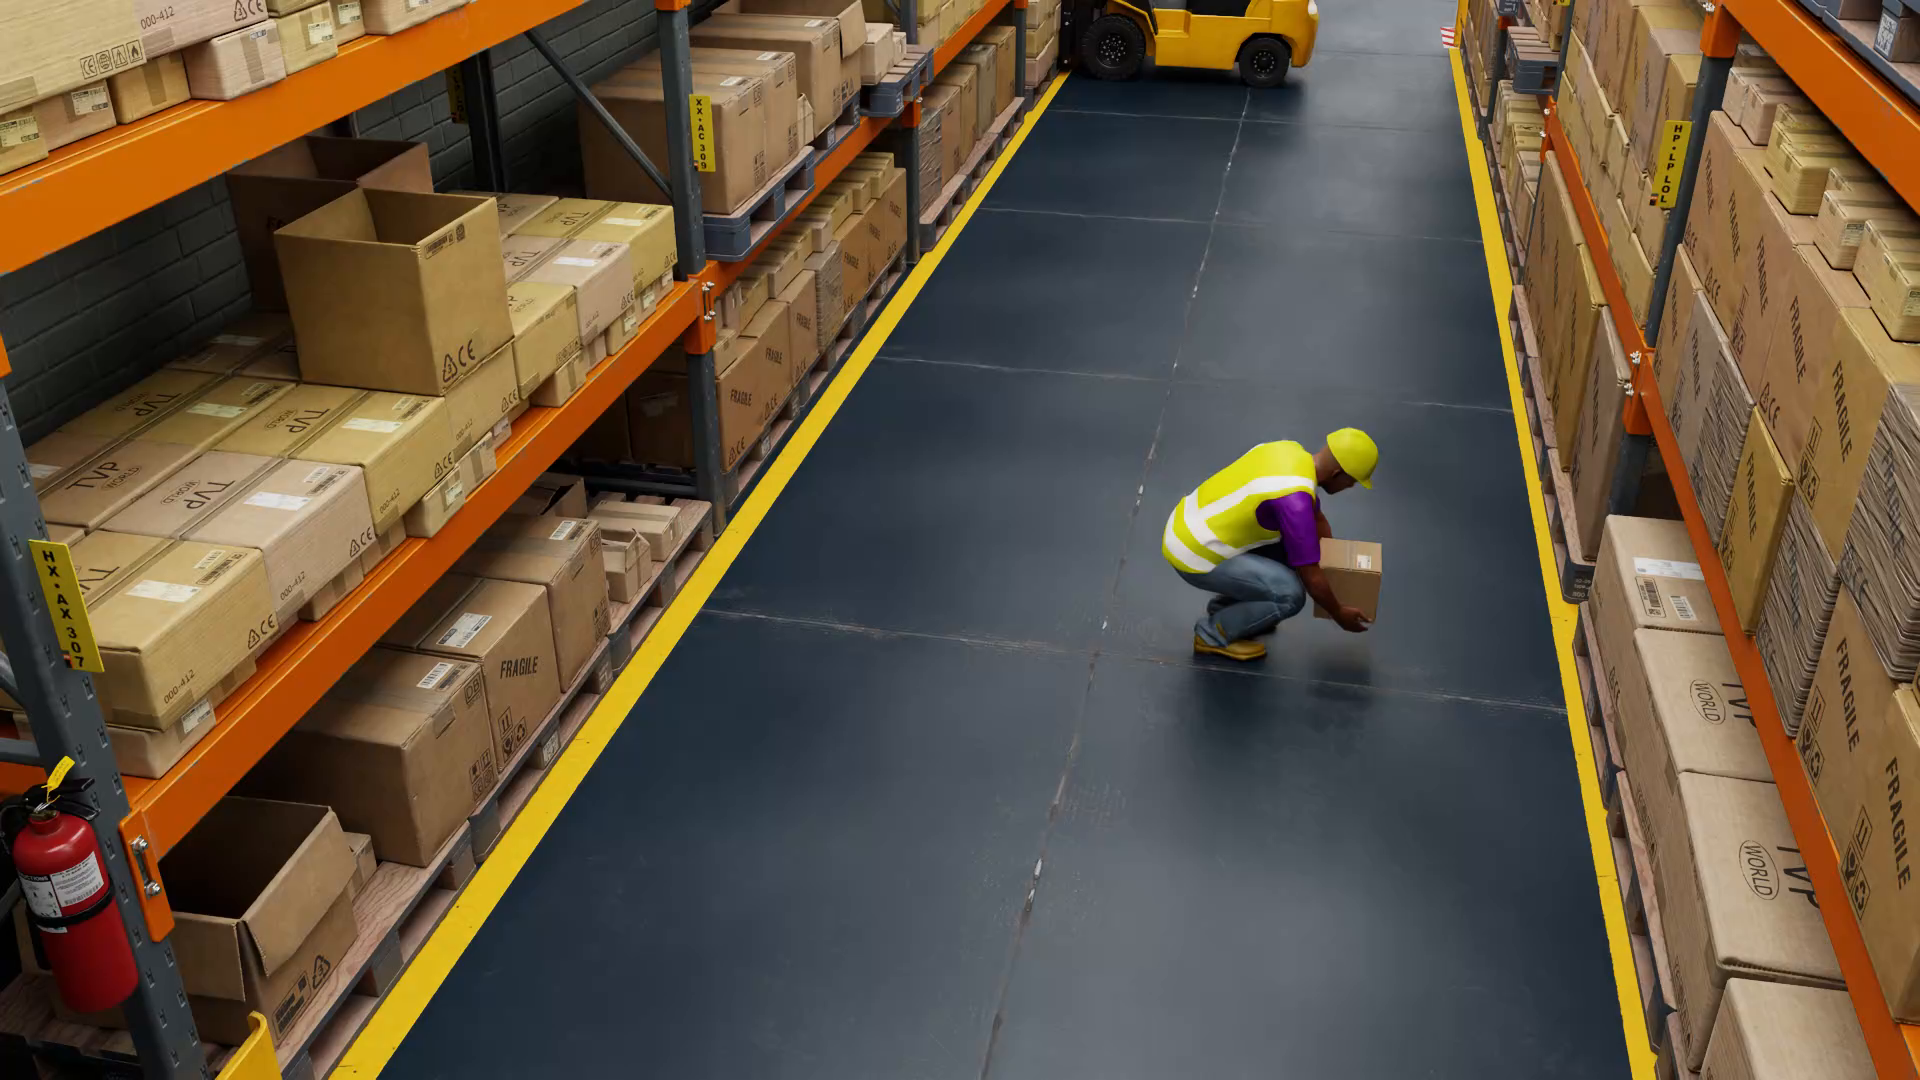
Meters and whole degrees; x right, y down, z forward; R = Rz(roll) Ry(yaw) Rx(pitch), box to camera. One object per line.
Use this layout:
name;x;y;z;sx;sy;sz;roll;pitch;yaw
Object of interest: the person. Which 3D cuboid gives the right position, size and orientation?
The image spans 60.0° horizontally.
person;1.298;-0.020;6.948;0.885;0.997;0.588;6;29;11
